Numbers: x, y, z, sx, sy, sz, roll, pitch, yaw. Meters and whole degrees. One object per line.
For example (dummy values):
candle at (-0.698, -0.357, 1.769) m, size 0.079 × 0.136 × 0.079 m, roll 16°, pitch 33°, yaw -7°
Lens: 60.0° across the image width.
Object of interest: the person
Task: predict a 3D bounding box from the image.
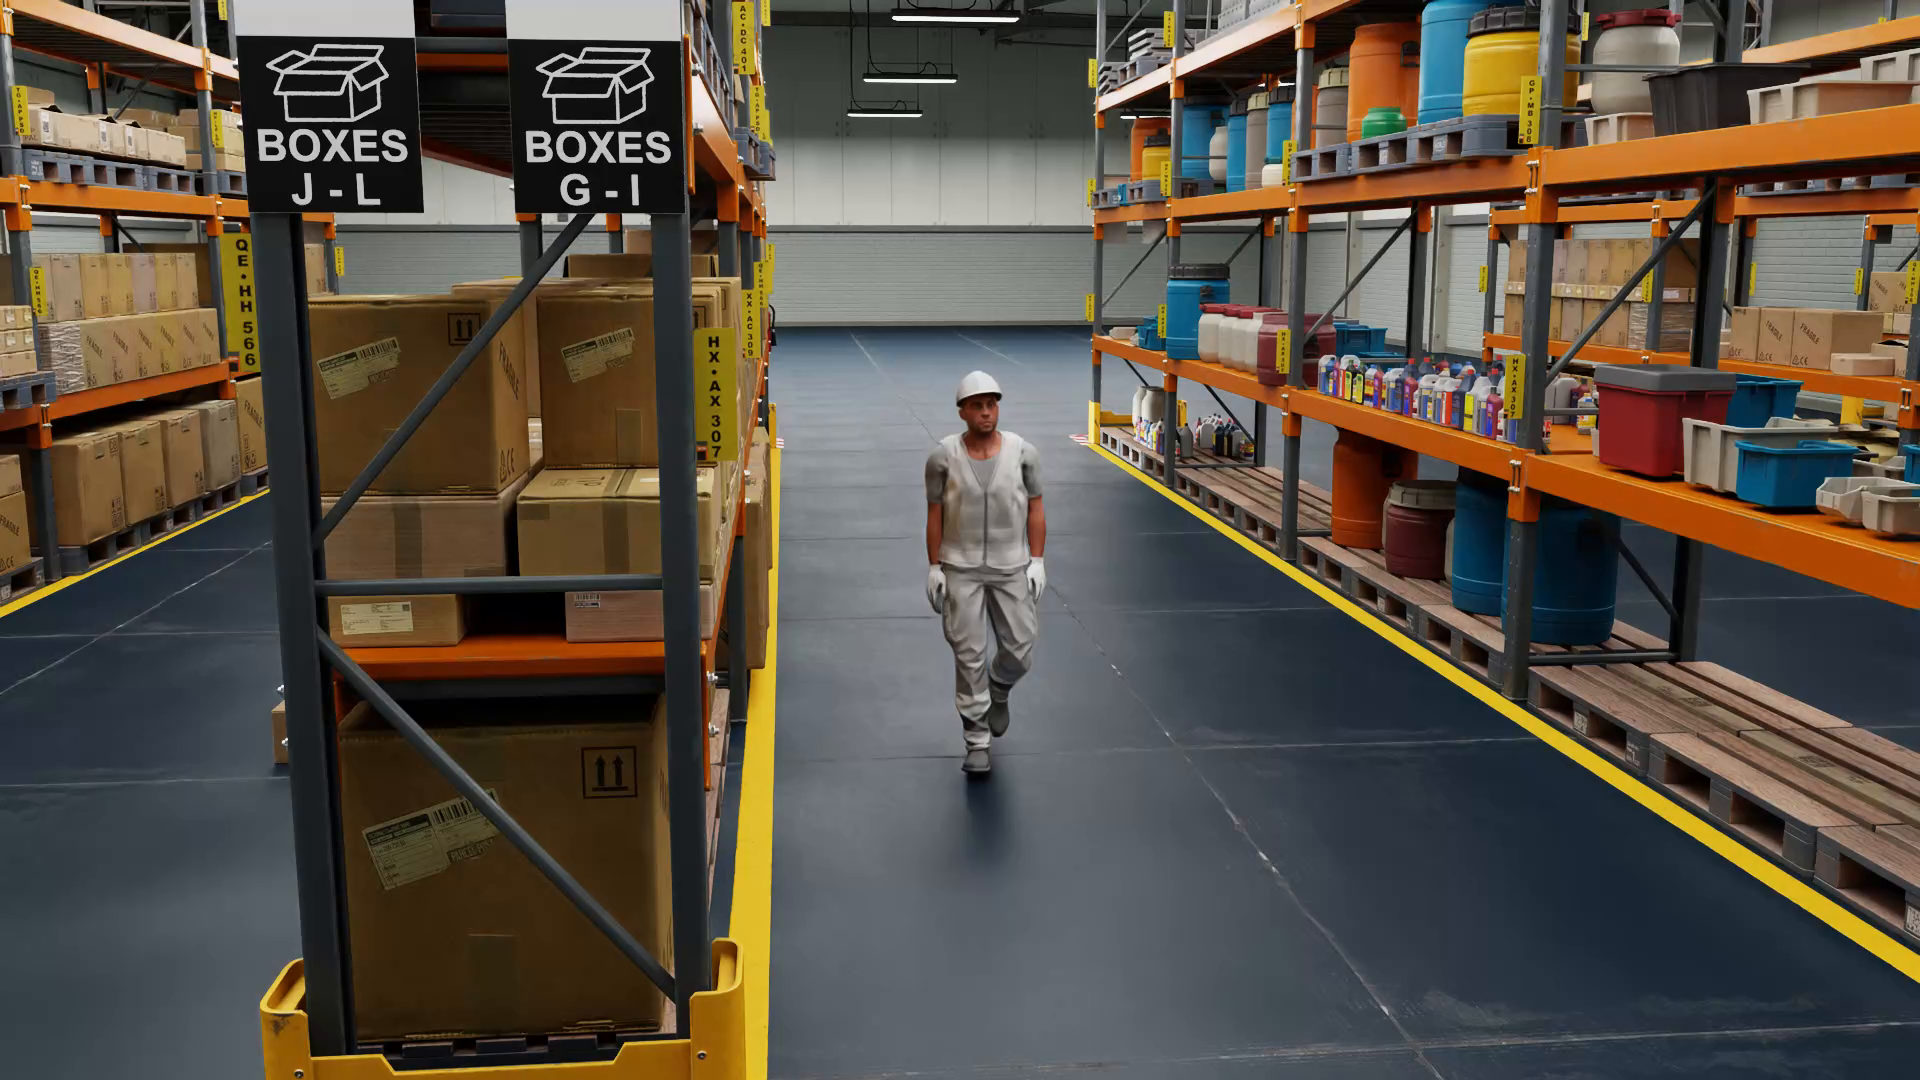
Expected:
person at (0.114, 0.128, 7.467) m, size 0.547 × 1.779 × 0.607 m, roll -1°, pitch 10°, yaw -4°
